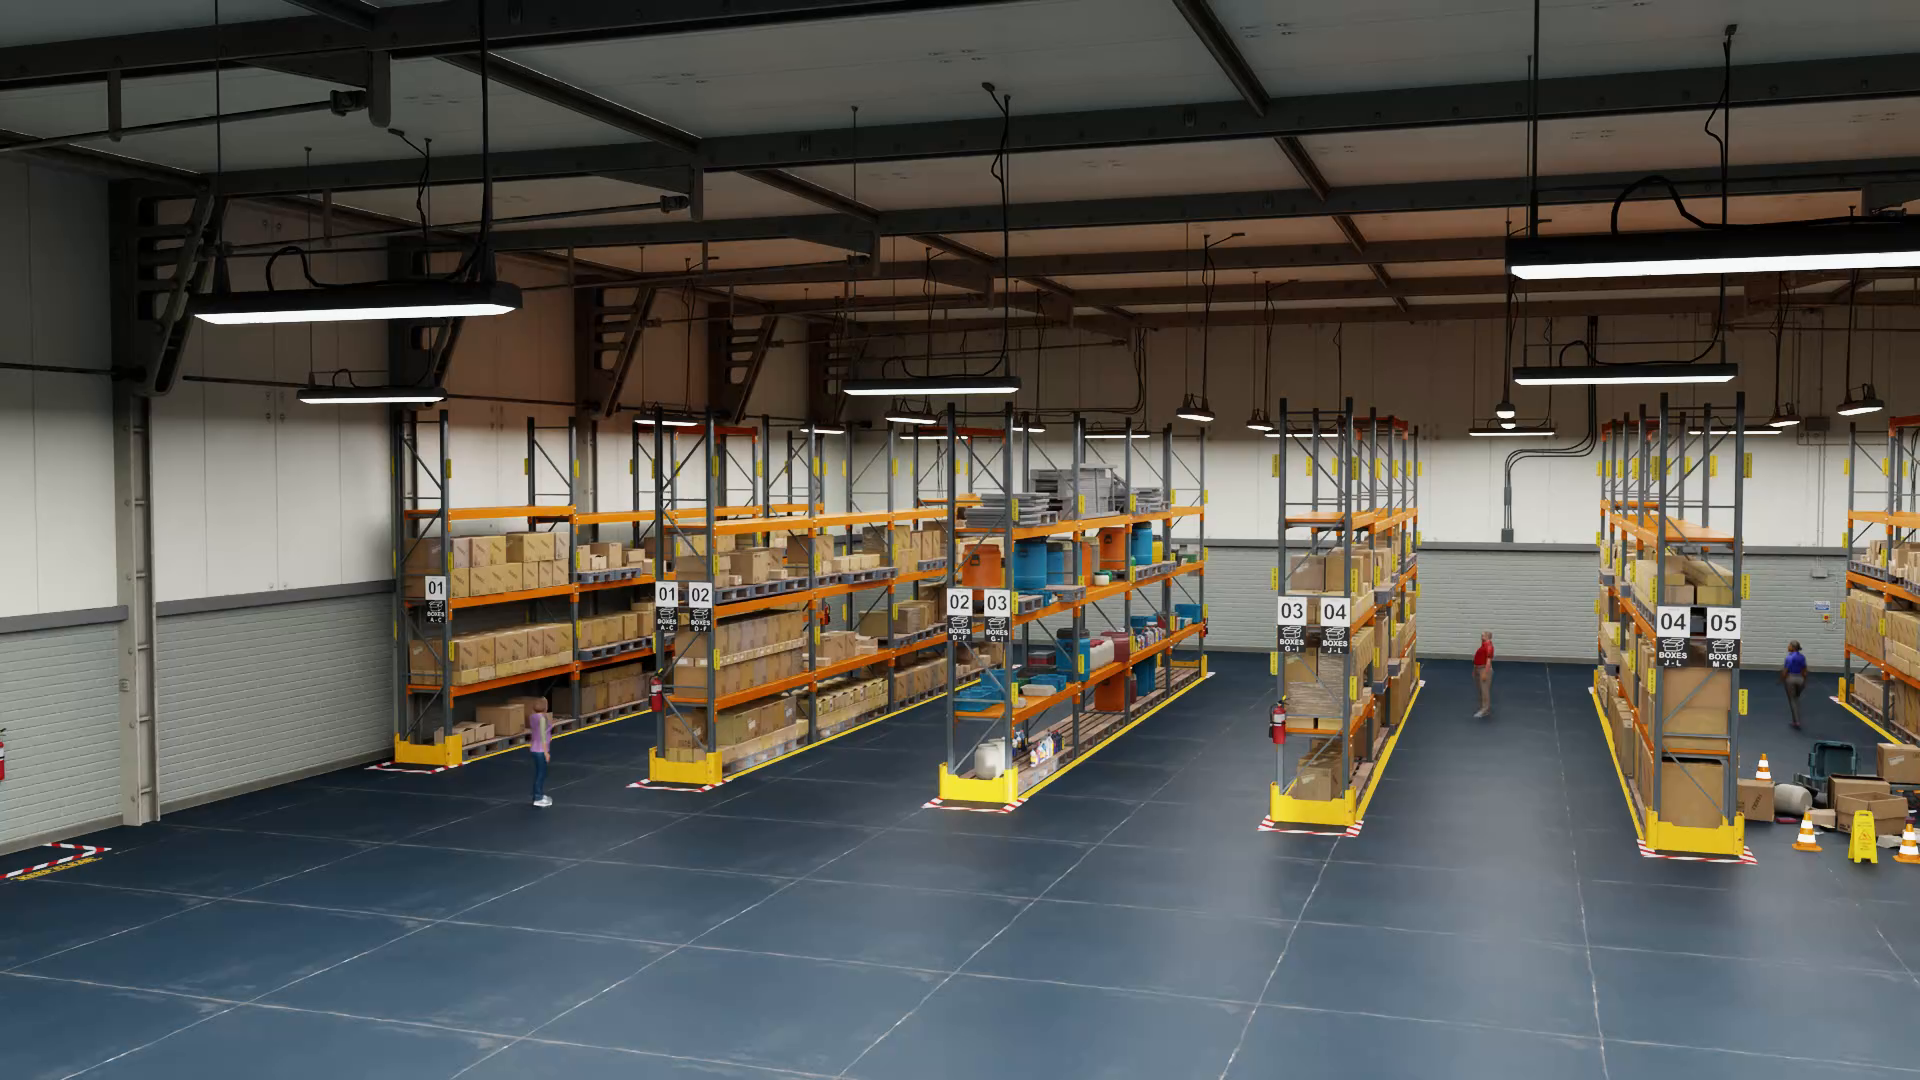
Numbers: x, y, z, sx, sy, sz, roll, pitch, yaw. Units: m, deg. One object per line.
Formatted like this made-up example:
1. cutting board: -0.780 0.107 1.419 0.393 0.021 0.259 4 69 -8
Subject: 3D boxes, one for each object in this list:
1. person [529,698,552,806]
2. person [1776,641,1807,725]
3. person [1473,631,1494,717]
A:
1. person: -6.245 3.147 24.795 0.355 1.609 0.550 -1 3 -22
2. person: 16.183 2.790 32.299 0.522 1.688 0.659 0 2 -1
3. person: 10.618 2.706 33.768 0.519 1.740 0.554 -1 3 -16
